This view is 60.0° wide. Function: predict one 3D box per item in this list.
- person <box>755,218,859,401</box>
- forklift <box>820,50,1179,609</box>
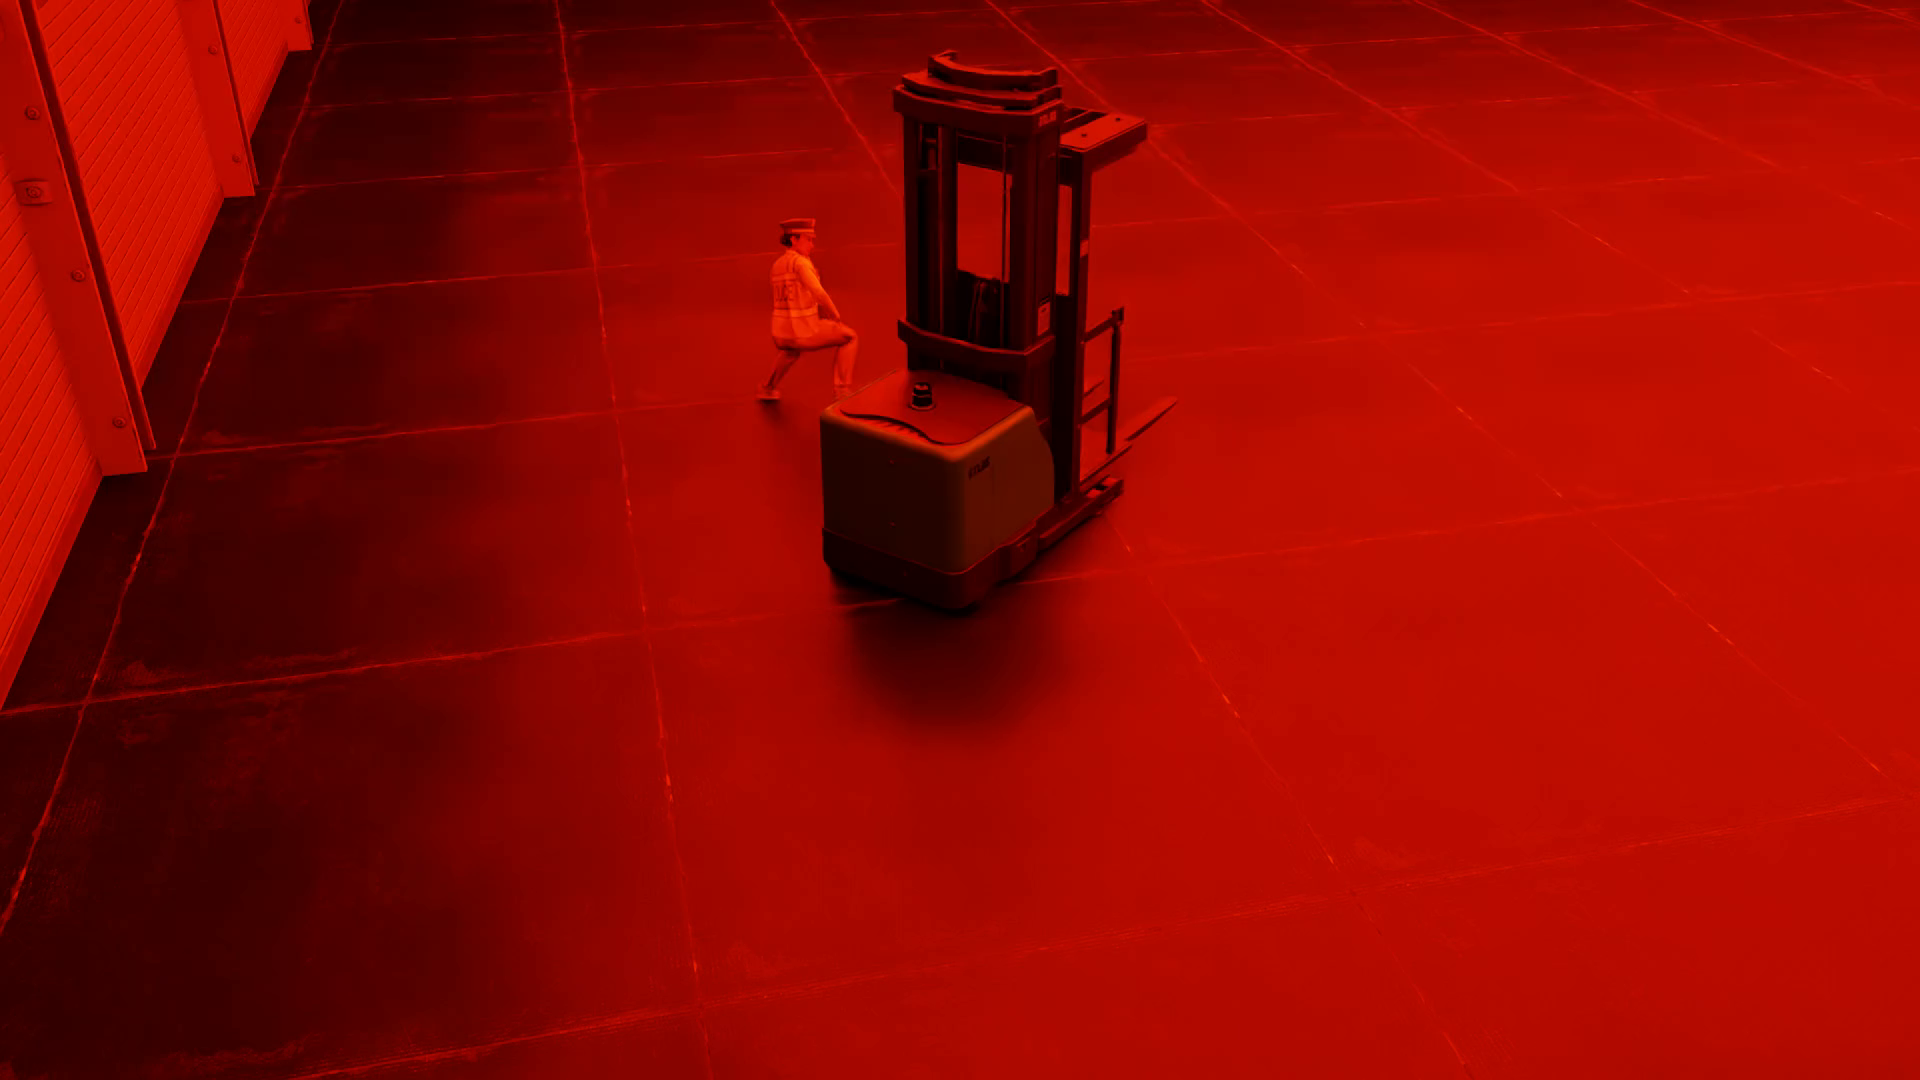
[{"bbox_3d":[-1.121,-1.573,11.807,0.842,1.466,0.658,22,37,33],"label":"person"},{"bbox_3d":[0.419,-1.555,10.260,1.130,2.935,3.031,19,35,29],"label":"forklift"}]
